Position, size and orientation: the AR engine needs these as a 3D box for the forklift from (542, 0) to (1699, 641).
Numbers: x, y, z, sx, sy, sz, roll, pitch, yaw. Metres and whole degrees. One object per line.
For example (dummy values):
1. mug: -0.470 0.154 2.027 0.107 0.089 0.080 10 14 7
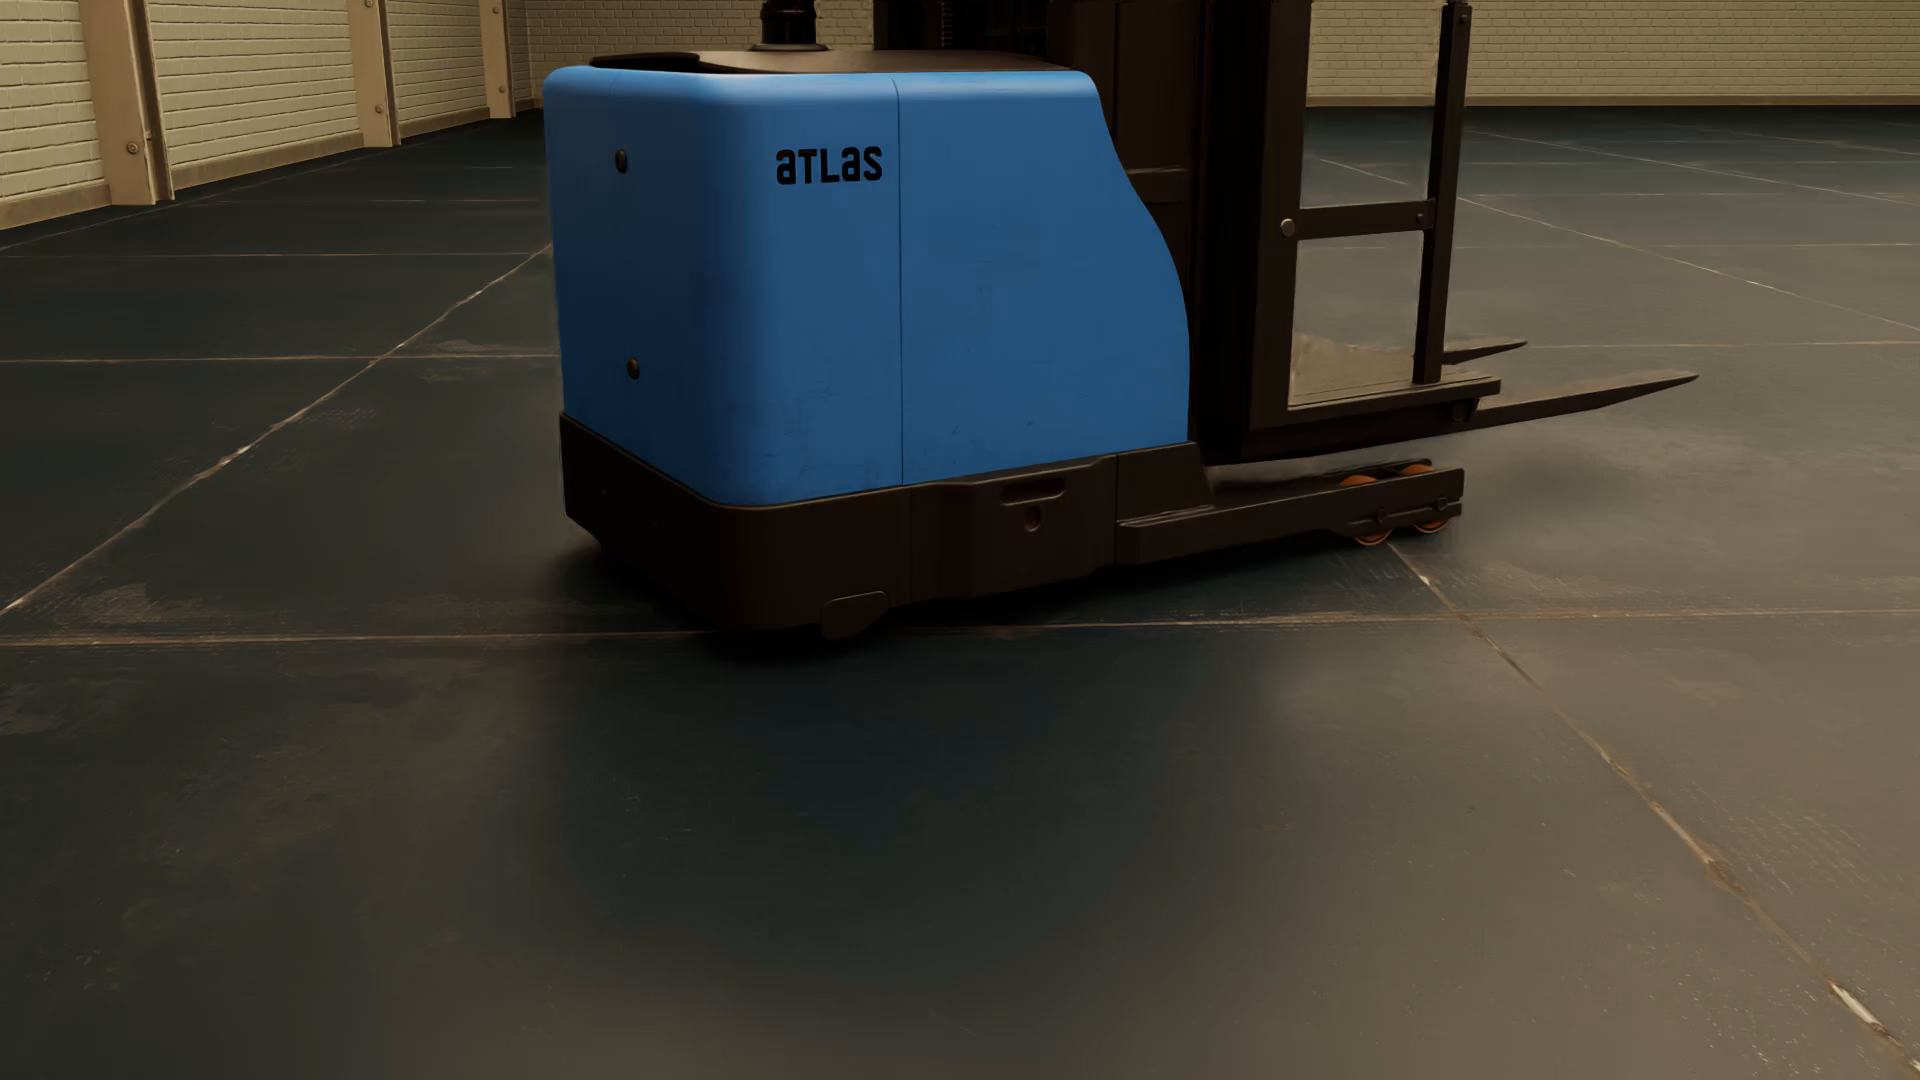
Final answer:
1. forklift: 0.610 -1.508 3.838 3.031 2.935 1.130 -10 20 -29
